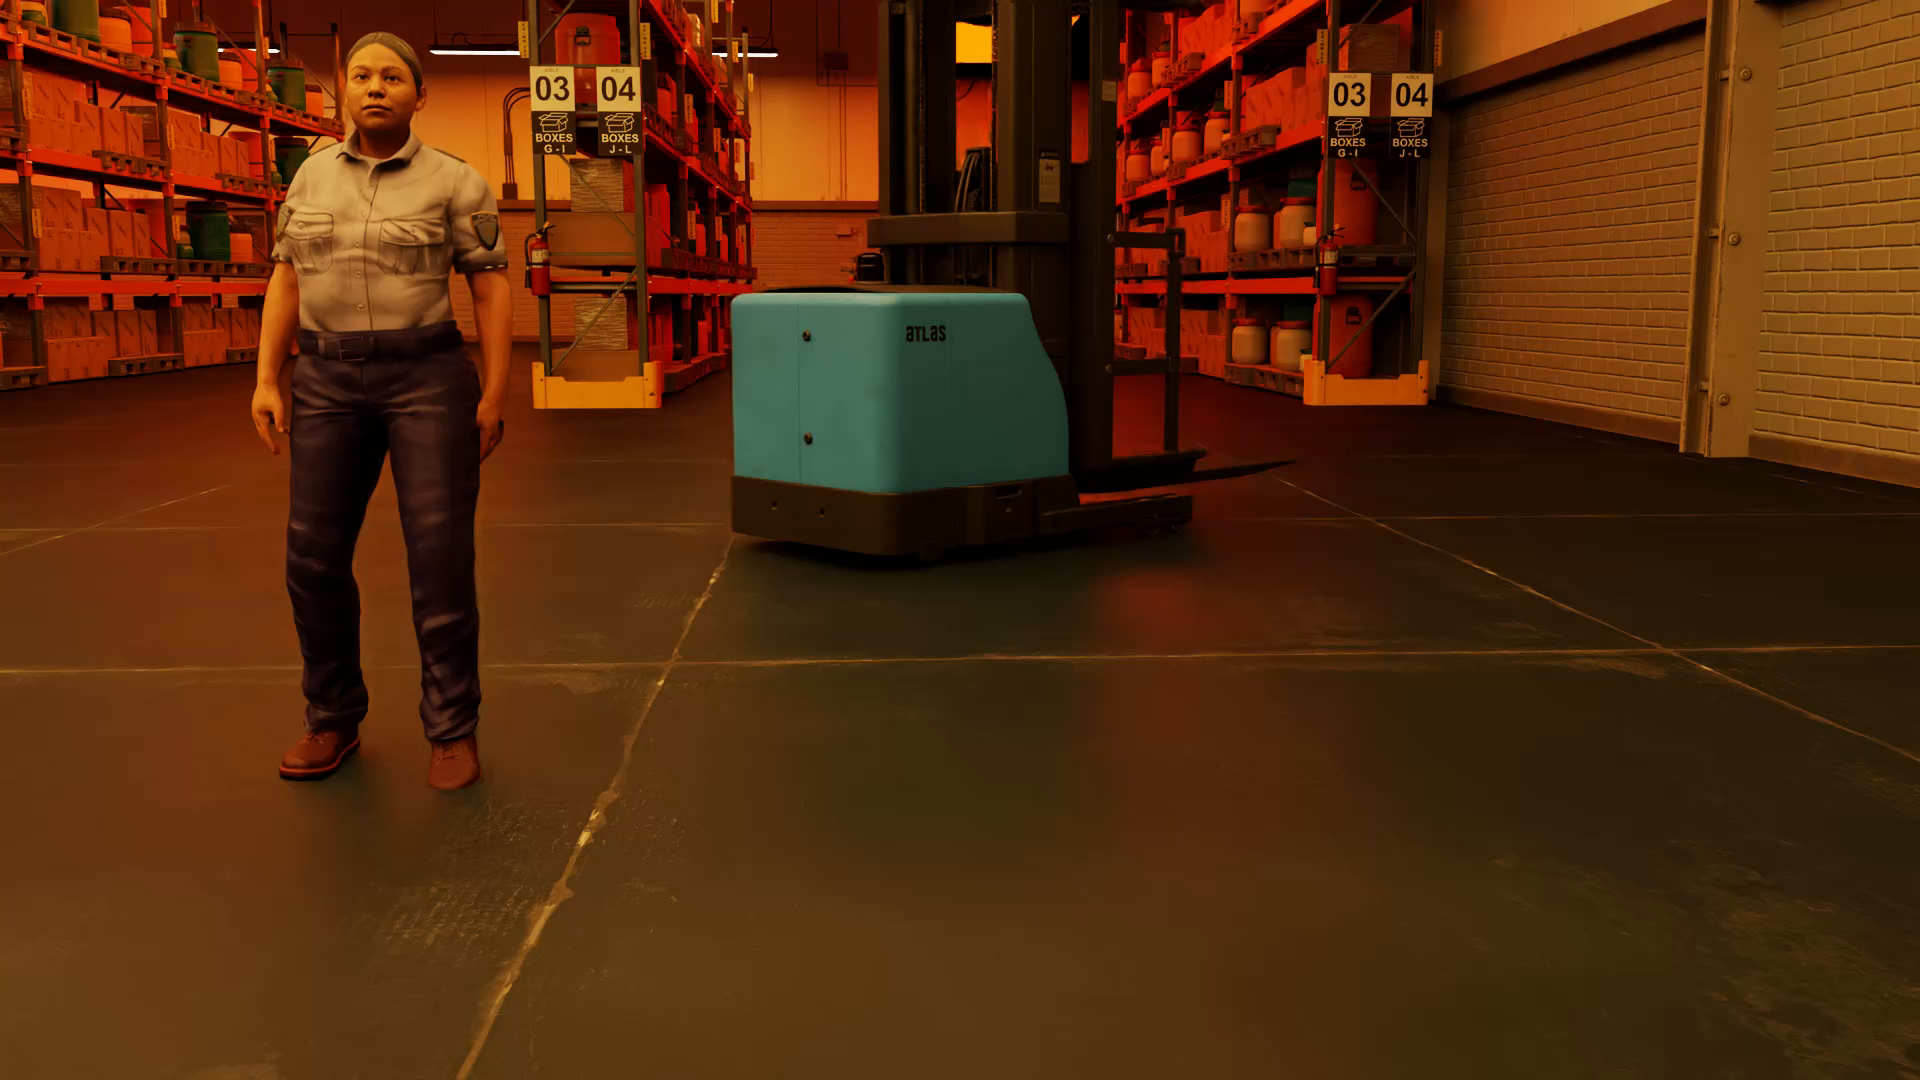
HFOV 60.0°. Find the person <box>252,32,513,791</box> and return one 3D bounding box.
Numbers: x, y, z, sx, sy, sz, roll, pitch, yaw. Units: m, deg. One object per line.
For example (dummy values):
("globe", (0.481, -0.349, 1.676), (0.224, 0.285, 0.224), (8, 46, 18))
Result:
("person", (-1.304, -0.284, 3.727), (0.555, 1.676, 0.458), (0, 8, -1))

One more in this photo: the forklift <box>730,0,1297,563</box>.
("forklift", (0.426, -1.522, 7.579), (3.031, 2.935, 1.130), (-8, 12, -44))
